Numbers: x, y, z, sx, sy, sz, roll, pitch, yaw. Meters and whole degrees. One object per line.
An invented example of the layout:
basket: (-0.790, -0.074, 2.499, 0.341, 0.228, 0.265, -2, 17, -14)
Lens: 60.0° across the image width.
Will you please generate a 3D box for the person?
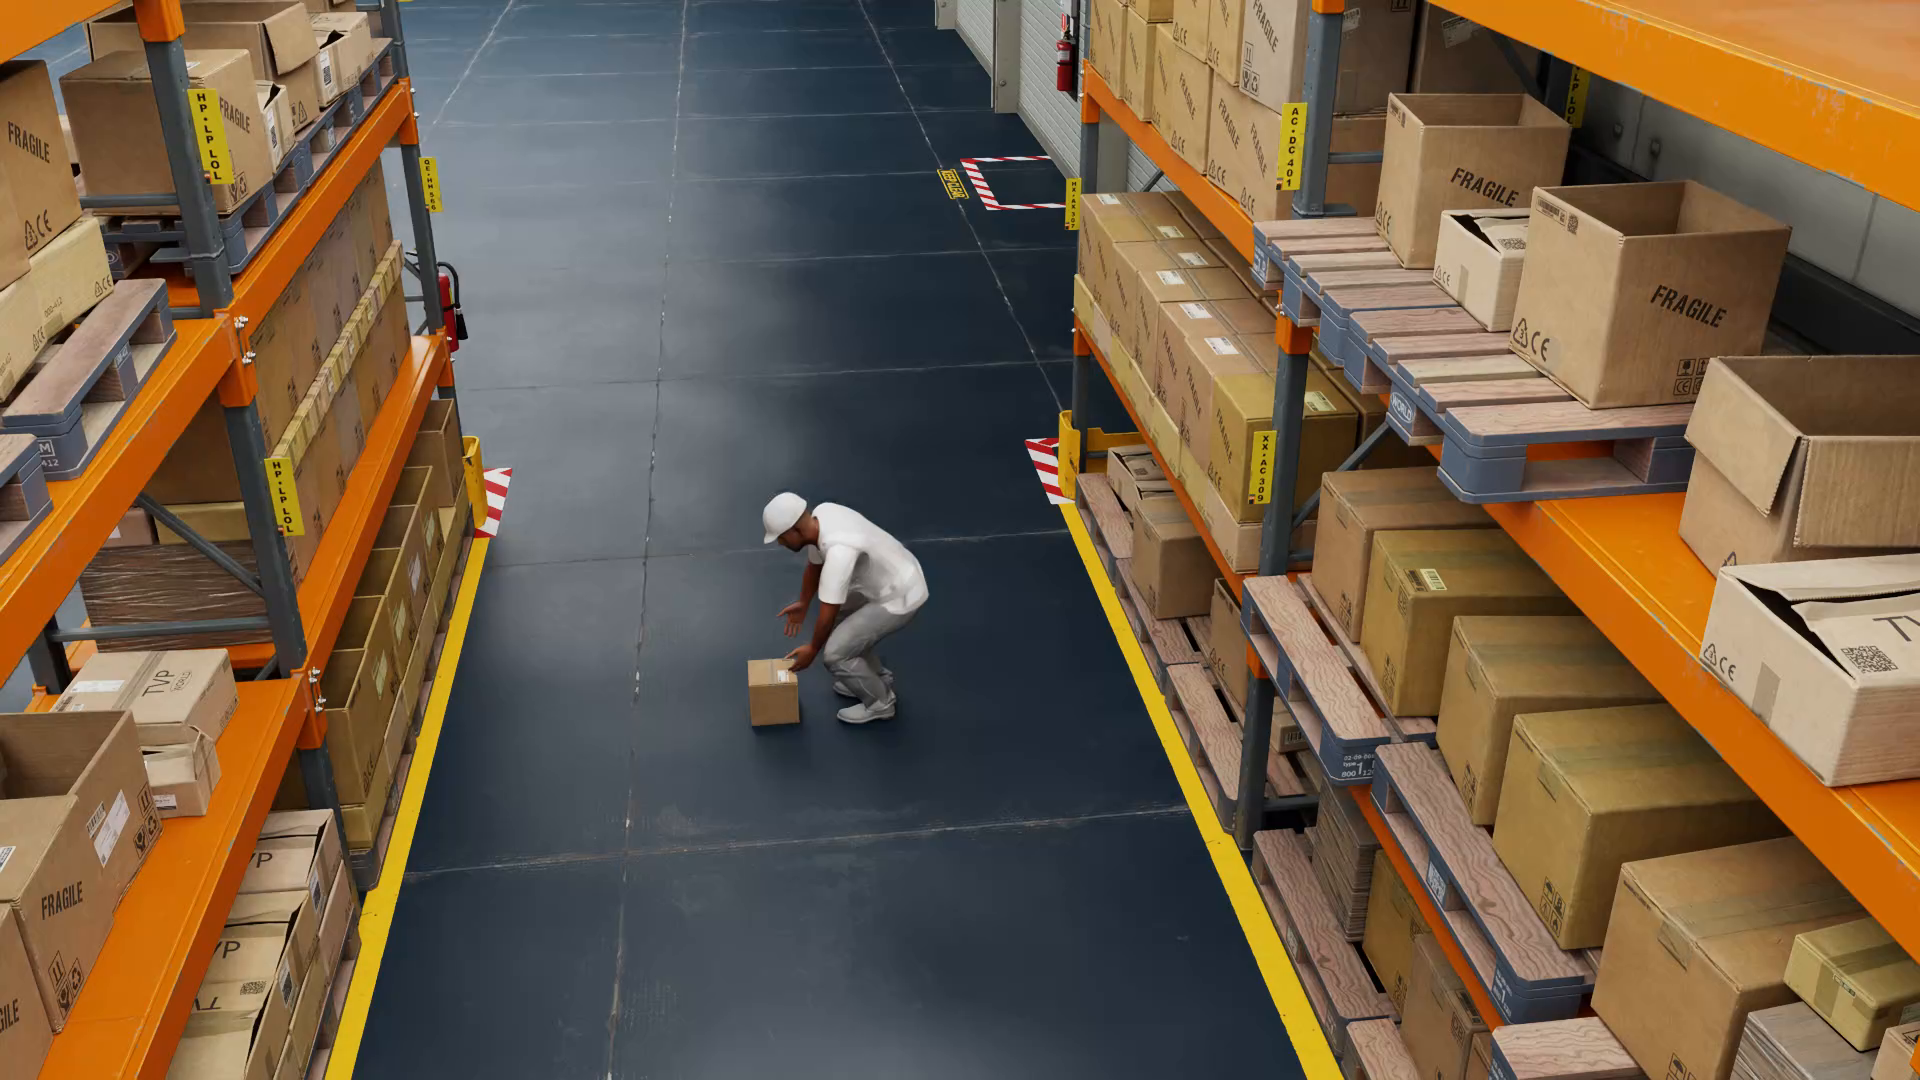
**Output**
person: (-0.569, 0.327, 8.486, 0.817, 1.280, 0.627, -4, 27, -7)
